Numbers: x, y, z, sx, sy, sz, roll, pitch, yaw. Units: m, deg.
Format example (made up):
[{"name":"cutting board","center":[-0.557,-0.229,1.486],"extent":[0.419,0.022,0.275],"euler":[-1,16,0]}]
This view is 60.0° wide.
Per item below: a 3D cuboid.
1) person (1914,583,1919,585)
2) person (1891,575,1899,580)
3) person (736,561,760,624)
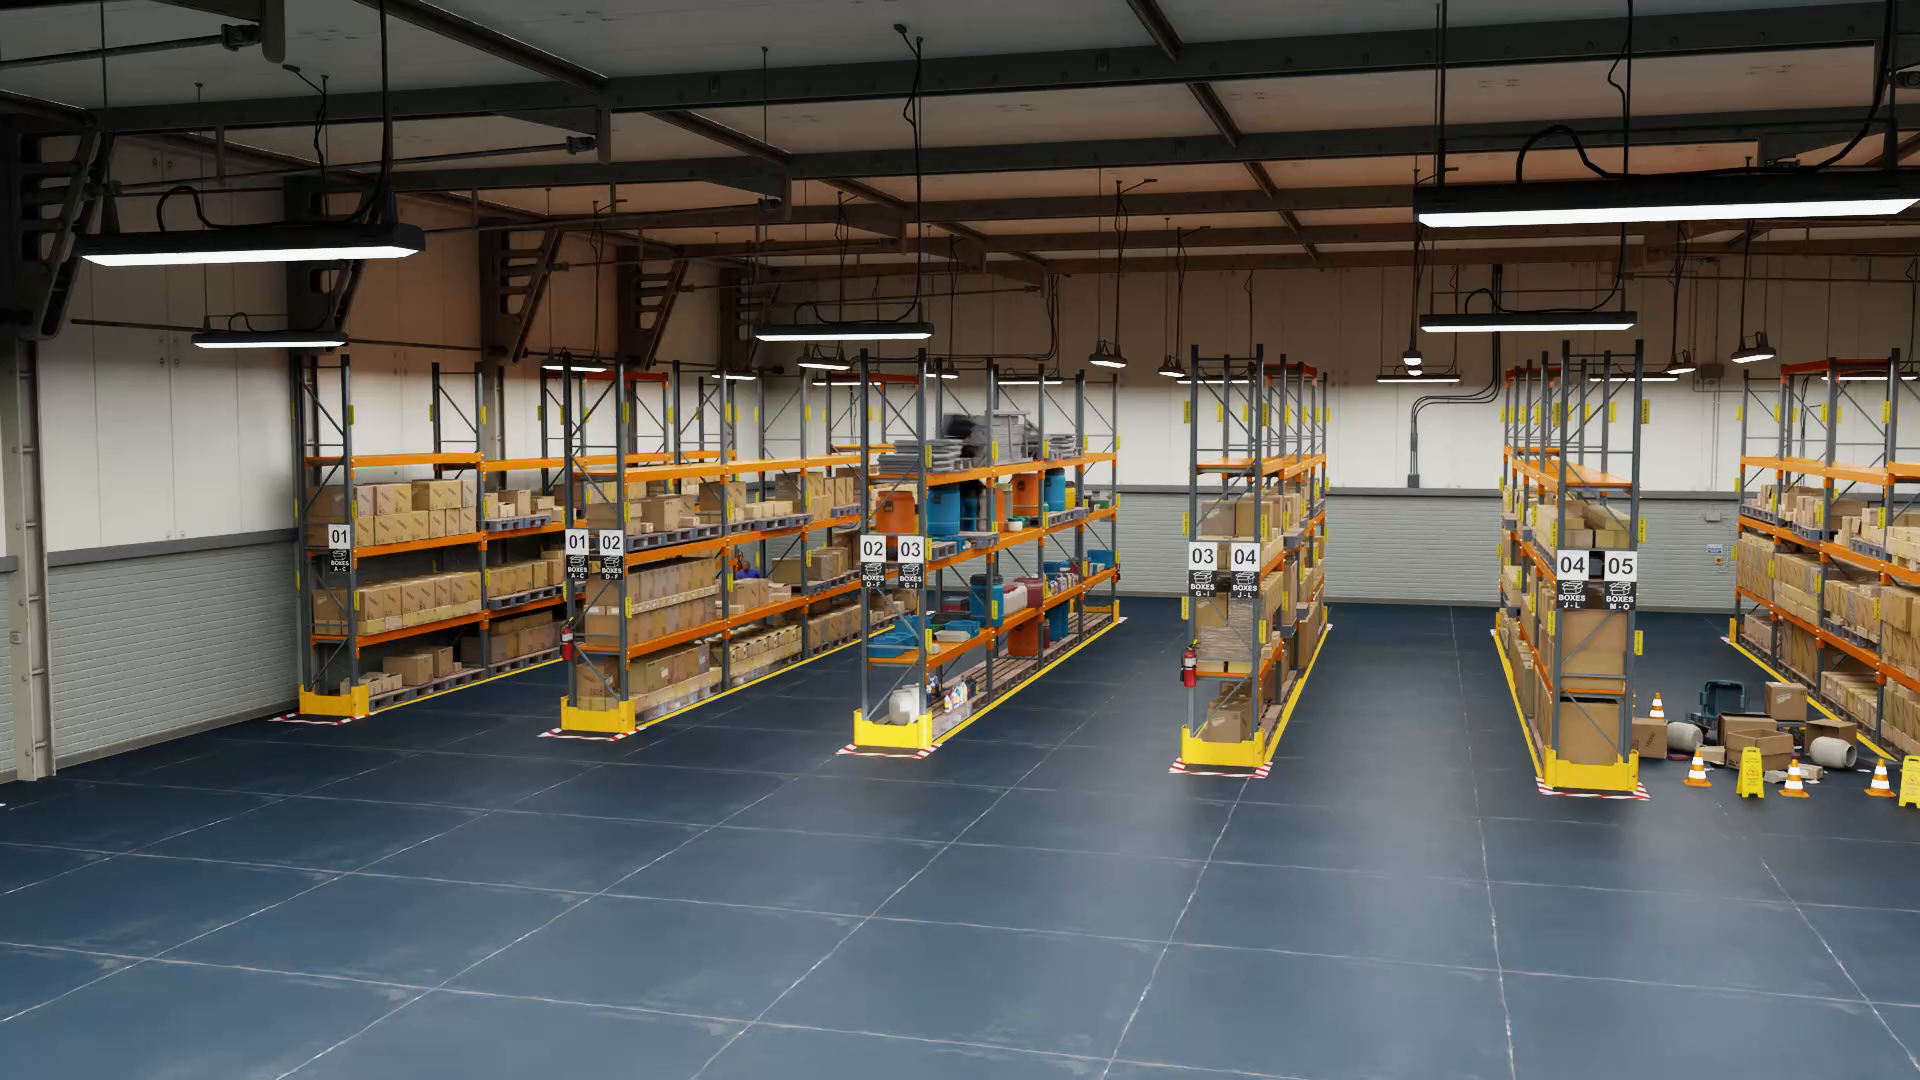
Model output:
[{"name":"person","center":[19.005,1.677,32.822],"extent":[0.700,1.756,1.061],"euler":[0,4,-3]},{"name":"person","center":[21.095,1.279,37.914],"extent":[0.590,1.745,0.747],"euler":[0,4,5]},{"name":"person","center":[-4.968,1.275,39.232],"extent":[0.587,1.608,0.934],"euler":[0,4,3]}]
